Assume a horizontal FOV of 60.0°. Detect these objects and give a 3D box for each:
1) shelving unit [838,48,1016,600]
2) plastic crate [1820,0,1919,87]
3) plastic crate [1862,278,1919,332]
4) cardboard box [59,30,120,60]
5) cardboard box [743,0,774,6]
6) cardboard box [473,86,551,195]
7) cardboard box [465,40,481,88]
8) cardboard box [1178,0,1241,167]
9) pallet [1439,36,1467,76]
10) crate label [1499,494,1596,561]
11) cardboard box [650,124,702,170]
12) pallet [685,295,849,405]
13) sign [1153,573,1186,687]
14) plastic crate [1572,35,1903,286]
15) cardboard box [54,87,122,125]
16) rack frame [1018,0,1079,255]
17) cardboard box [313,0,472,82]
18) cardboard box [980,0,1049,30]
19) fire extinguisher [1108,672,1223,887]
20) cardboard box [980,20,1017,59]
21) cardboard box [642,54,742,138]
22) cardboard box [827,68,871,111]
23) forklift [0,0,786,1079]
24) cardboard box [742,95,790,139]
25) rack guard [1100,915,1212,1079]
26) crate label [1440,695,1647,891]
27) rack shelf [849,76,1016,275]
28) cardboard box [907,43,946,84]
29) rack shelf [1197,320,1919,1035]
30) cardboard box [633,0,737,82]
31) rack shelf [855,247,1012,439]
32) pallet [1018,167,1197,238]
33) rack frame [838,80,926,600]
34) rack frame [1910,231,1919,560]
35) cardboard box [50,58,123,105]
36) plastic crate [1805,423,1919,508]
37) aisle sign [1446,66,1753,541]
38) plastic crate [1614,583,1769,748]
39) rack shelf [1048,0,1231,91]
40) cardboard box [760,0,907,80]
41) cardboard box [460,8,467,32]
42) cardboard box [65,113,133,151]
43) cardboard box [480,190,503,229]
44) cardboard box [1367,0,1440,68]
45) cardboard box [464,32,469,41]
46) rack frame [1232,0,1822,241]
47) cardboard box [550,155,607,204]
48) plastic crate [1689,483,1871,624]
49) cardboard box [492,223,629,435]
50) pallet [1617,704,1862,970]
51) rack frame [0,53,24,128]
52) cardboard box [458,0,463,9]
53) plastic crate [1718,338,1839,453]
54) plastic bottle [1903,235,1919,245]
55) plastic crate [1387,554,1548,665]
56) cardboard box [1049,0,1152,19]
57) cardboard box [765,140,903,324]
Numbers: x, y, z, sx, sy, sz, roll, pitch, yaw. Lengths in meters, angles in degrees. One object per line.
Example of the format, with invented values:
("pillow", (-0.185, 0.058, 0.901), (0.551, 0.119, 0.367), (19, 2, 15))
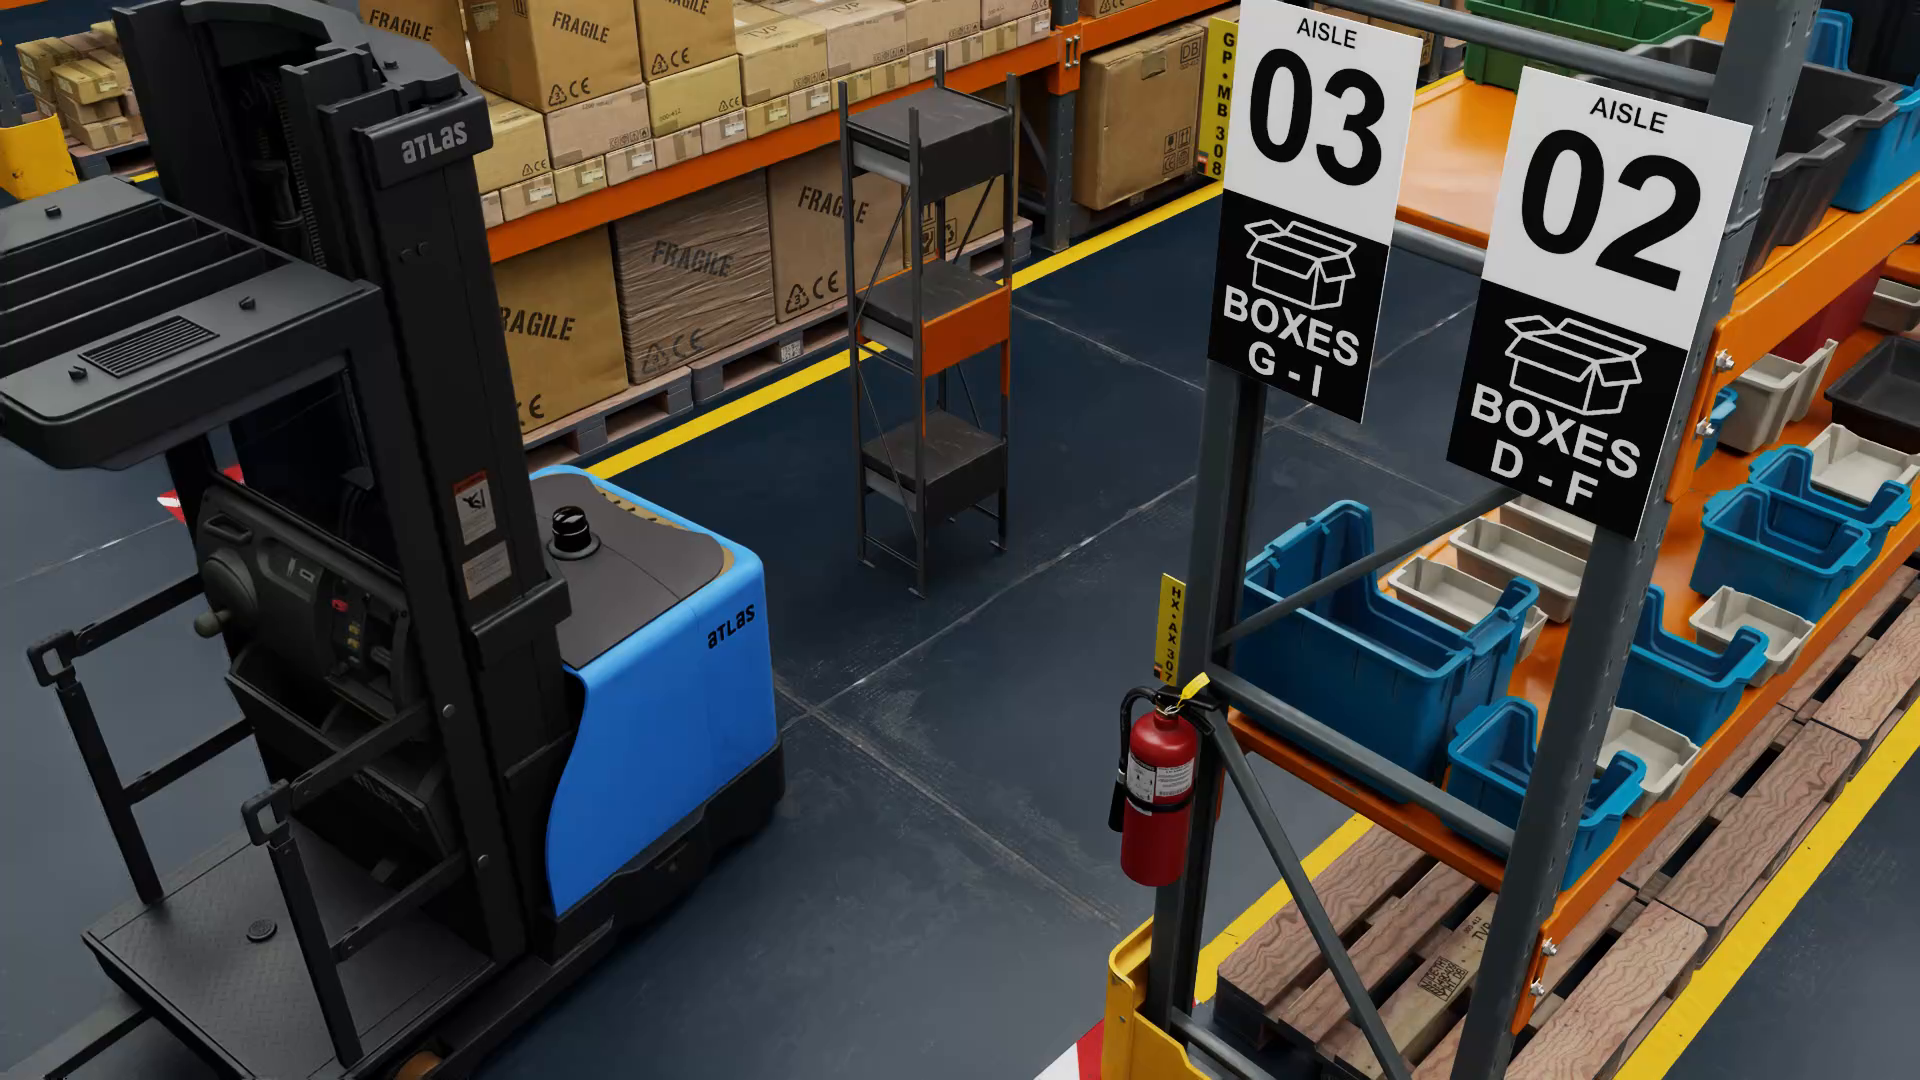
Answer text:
("shelving unit", (-0.117, -0.794, 6.553), (0.431, 2.100, 0.503), (30, 45, 35))
("plastic crate", (2.207, -1.198, 3.777), (0.504, 0.338, 0.767), (30, 45, 35))
("plastic crate", (3.324, -0.892, 6.085), (0.396, 0.136, 0.243), (30, 45, 35))
("cardboard box", (-5.617, -3.163, 10.768), (0.250, 0.149, 0.380), (-29, 44, -35))
("cardboard box", (-0.993, -2.666, 8.322), (0.500, 0.250, 0.500), (-29, 44, -35))
("cardboard box", (-2.050, -1.626, 6.831), (0.500, 0.250, 0.500), (28, 44, 34))
("cardboard box", (-2.069, -2.050, 7.438), (0.500, 0.250, 0.500), (29, 44, 35))
("cardboard box", (1.304, -3.035, 10.470), (1.225, 0.875, 0.875), (28, 44, 34))
("pallet", (3.608, -3.900, 12.658), (1.003, 0.211, 1.213), (30, 45, 35))
("crate label", (1.775, -0.039, 4.861), (0.396, 0.136, 0.243), (30, 45, 35))
("cardboard box", (-1.373, -1.806, 7.437), (0.380, 0.149, 0.250), (29, 44, 34))
("pallet", (-1.212, -1.185, 8.765), (1.003, 0.211, 1.213), (30, 45, 35))
("sign", (0.533, 0.234, 4.149), (0.100, 0.325, 0.005), (30, 45, 35))
("plastic crate", (1.404, -0.704, 3.130), (0.497, 0.269, 0.590), (30, 45, 35))
("cardboard box", (-5.477, -2.754, 10.442), (0.250, 0.149, 0.380), (-28, 44, -34))
("rack frame", (0.239, -3.103, 9.078), (1.000, 3.000, 0.127), (30, 45, 35))
("cardboard box", (-2.423, -2.151, 6.928), (0.500, 0.500, 0.500), (-29, 44, -35))
("cardboard box", (0.114, -2.879, 8.627), (0.500, 0.250, 0.500), (29, 44, 35))
("fire extinguisher", (0.506, 0.579, 4.191), (0.296, 0.674, 0.183), (30, 45, 35))
("cardboard box", (0.075, -2.640, 8.633), (0.250, 0.149, 0.380), (-29, 44, -35))
("cardboard box", (-1.332, -2.042, 7.427), (0.500, 0.250, 0.500), (28, 44, 34))
("cardboard box", (-0.649, -2.223, 8.035), (0.380, 0.149, 0.250), (29, 44, 35))
("forklift", (-1.906, 0.230, 4.357), (1.130, 2.935, 3.031), (24, 41, 30))
("cardboard box", (-1.013, -2.013, 7.733), (0.380, 0.149, 0.250), (28, 44, 34))
("rack guard", (0.927, 1.557, 4.581), (1.175, 0.500, 0.348), (30, 45, 35))
("crate label", (1.343, 0.593, 3.871), (0.416, 0.233, 0.303), (30, 45, 35))
("rack shelf", (-0.117, -1.357, 6.160), (0.431, 0.518, 0.480), (30, 45, 35))
("cardboard box", (-0.287, -2.432, 8.334), (0.250, 0.149, 0.380), (-29, 44, -35))
("rack shelf", (2.344, 0.000, 5.257), (1.077, 0.370, 4.000), (30, 45, 35))
("cardboard box", (-1.337, -2.350, 7.212), (0.500, 0.500, 0.500), (28, 44, 34))
("rack shelf", (-0.117, -0.783, 6.561), (0.431, 0.518, 0.480), (30, 45, 35))
("pallet", (0.729, -2.303, 10.368), (1.003, 0.211, 1.213), (30, 45, 35))
("rack frame", (-0.289, -0.695, 6.411), (0.400, 2.100, 0.015), (30, 45, 35))
("rack frame", (3.753, -1.107, 6.215), (1.000, 3.000, 0.127), (30, 45, 35))
("cardboard box", (-5.418, -2.842, 10.309), (0.380, 0.149, 0.250), (27, 43, 33))
("plastic crate", (2.740, -0.196, 5.086), (0.293, 0.136, 0.466), (30, 45, 35))
("aisle sign", (1.095, -0.401, 2.930), (0.394, 0.787, 0.004), (30, 45, 35))
("plastic crate", (1.807, 0.326, 4.255), (0.416, 0.233, 0.300), (30, 45, 35))
("rack shelf", (1.648, -3.620, 10.448), (1.077, 0.370, 4.000), (30, 45, 35))
("cardboard box", (-0.609, -2.461, 8.027), (0.500, 0.250, 0.500), (-29, 44, -35))
("cardboard box", (-3.564, -3.782, 11.915), (0.380, 0.149, 0.250), (28, 44, 34))
("cardboard box", (-5.432, -2.606, 10.490), (0.250, 0.149, 0.380), (-29, 44, -35))
("cardboard box", (-2.095, -1.388, 6.837), (0.250, 0.149, 0.380), (-29, 44, -35))
("cardboard box", (2.556, -3.756, 11.504), (1.225, 0.875, 0.875), (27, 43, 33))
("cardboard box", (-3.627, -3.645, 11.979), (0.380, 0.149, 0.250), (28, 44, 34))
("rack frame", (0.935, -1.944, 2.171), (1.000, 3.000, 0.127), (30, 45, 35))
("cardboard box", (-1.735, -1.597, 7.137), (0.380, 0.149, 0.250), (28, 44, 34))
("plastic crate", (2.270, 0.059, 4.638), (0.416, 0.233, 0.300), (30, 45, 35))
("cardboard box", (-2.186, -1.073, 7.656), (0.875, 0.875, 0.875), (30, 45, 35))
("pallet", (2.403, 0.848, 5.849), (1.003, 0.211, 1.213), (30, 45, 35))
("rack frame", (-6.028, -3.520, 9.675), (1.000, 3.000, 0.127), (30, 45, 35))
("cardboard box", (-3.598, -3.918, 11.850), (0.380, 0.149, 0.250), (29, 44, 35))
("plastic crate", (2.547, -0.538, 5.450), (0.437, 0.282, 0.530), (30, 45, 35))
("plastic bottle", (3.802, -1.347, 6.667), (0.152, 0.276, 0.135), (30, 45, 35))
("plastic crate", (1.381, 0.196, 4.525), (0.396, 0.136, 0.243), (30, 45, 35))
("cardboard box", (0.740, -3.230, 9.172), (0.500, 0.500, 0.500), (-30, 45, -35))
("cardboard box", (-0.917, -1.803, 8.704), (0.875, 0.875, 0.875), (30, 45, 35))
